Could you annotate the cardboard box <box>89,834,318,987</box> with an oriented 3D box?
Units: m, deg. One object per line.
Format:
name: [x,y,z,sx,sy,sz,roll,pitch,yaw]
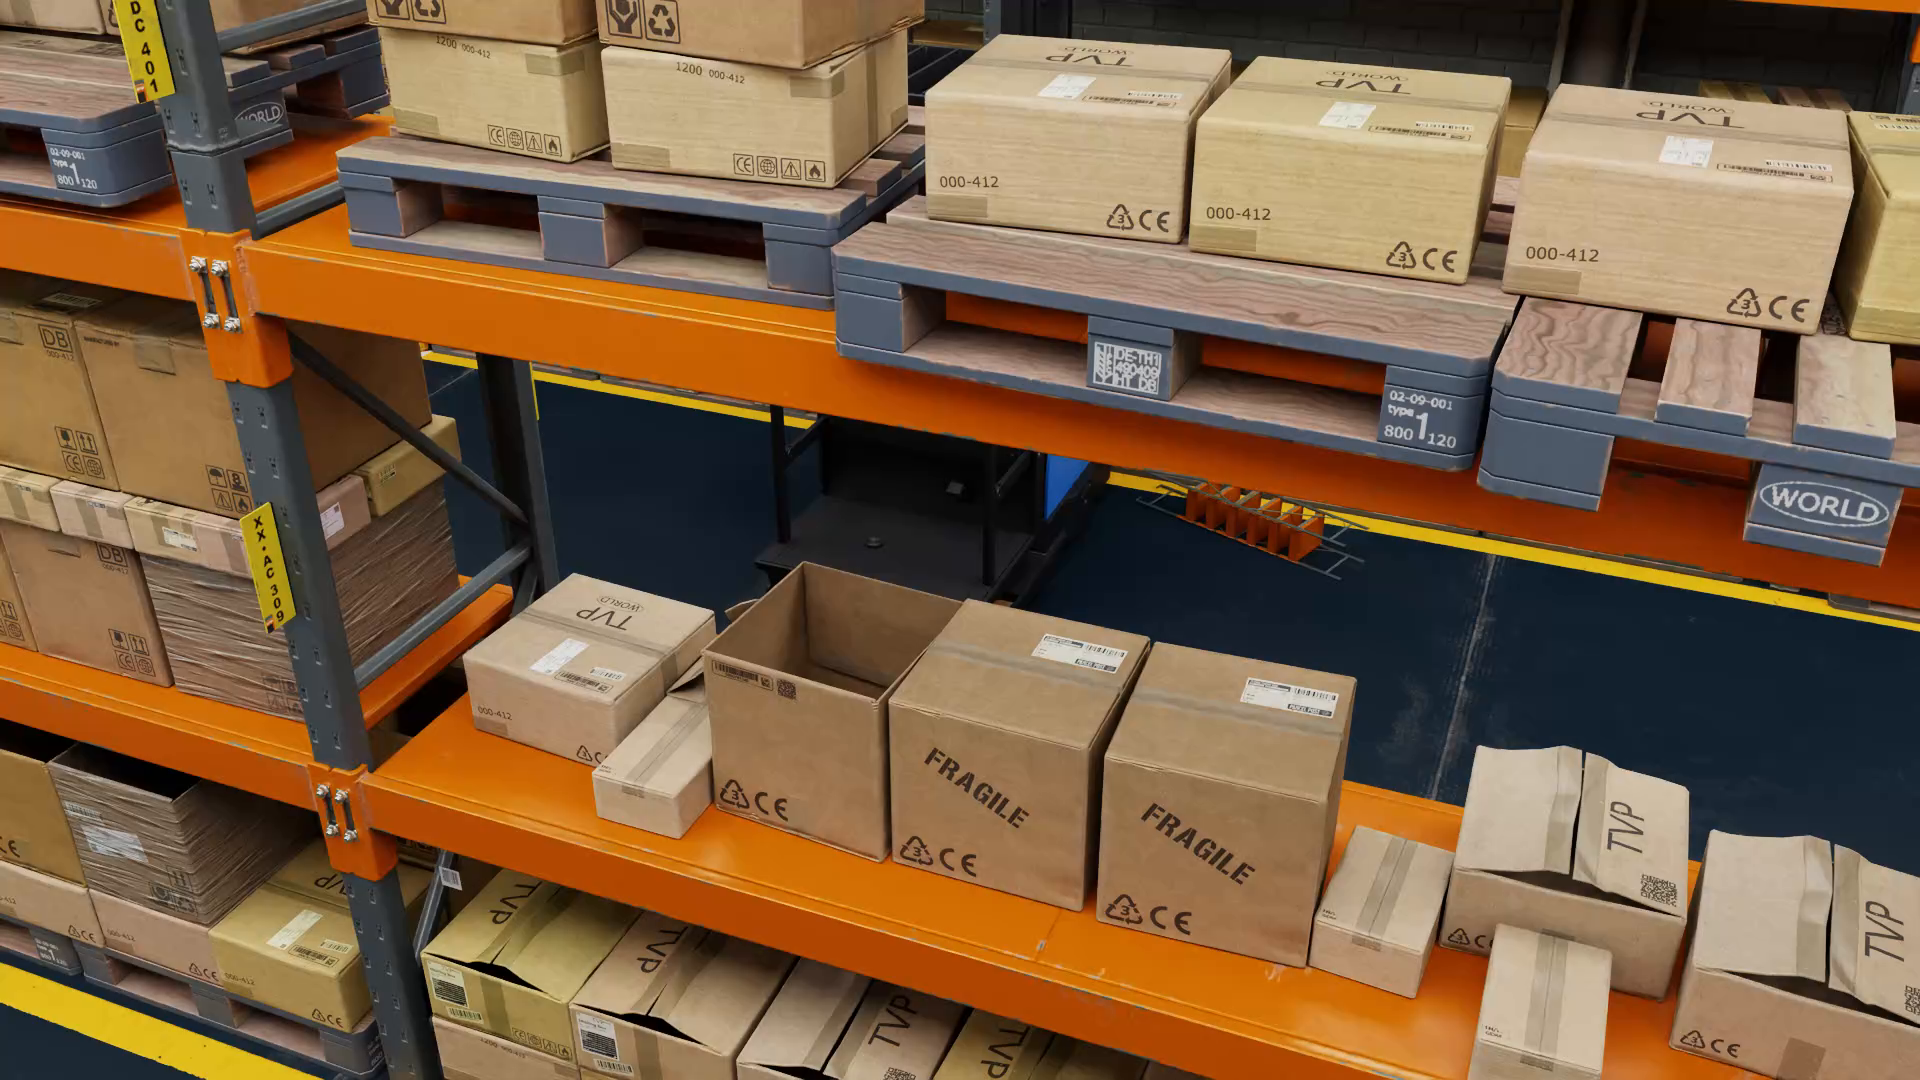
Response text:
cardboard box: [-2.476,1.160,5.516,0.500,0.250,0.500,11,31,19]

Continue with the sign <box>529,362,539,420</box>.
sign: [-1.309,-0.489,4.971,0.005,0.325,0.100,11,31,19]

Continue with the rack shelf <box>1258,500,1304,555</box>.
rack shelf: [1.579,-0.066,8.170,0.103,0.180,0.258,24,37,35]

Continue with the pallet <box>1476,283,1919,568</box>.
pallet: [1.540,-0.339,2.945,1.003,0.211,1.213,13,32,21]

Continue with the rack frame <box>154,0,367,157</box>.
rack frame: [-1.504,-2.382,3.320,0.127,3.000,1.000,11,31,19]

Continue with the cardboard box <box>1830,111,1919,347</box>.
cardboard box: [1.761,-0.512,2.785,0.500,0.250,0.500,9,31,15]

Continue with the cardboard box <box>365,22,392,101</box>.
cardboard box: [-3.022,-2.815,9.551,0.500,0.500,0.500,11,31,19]

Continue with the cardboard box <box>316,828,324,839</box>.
cardboard box: [-2.281,0.925,5.933,0.500,0.250,0.500,11,31,19]

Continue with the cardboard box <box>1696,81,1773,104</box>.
cardboard box: [3.427,-1.910,7.373,0.250,0.149,0.380,6,30,11]

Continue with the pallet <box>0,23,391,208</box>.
pallet: [-2.304,-1.184,4.338,1.213,0.211,1.003,11,31,19]

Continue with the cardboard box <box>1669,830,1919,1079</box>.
cardboard box: [1.882,0.921,3.663,0.500,0.311,0.500,13,32,22]

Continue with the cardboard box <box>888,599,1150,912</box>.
cardboard box: [0.154,0.525,4.170,0.500,0.500,0.500,11,31,19]

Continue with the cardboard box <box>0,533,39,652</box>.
cardboard box: [-2.872,-0.083,5.246,0.500,0.500,0.700,12,32,20]

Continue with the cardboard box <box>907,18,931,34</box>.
cardboard box: [-0.480,-2.579,9.135,0.500,0.500,0.500,11,31,19]

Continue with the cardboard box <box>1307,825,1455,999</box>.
cardboard box: [0.999,0.869,3.920,0.250,0.149,0.380,14,32,23]

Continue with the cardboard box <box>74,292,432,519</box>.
cardboard box: [-1.918,-0.458,4.592,0.500,0.500,0.700,11,31,19]

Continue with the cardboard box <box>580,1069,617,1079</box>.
cardboard box: [-0.750,1.526,4.869,0.500,0.250,0.500,12,32,20]

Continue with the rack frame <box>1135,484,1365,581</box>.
rack frame: [1.432,-0.051,8.327,1.200,0.006,0.240,24,37,35]

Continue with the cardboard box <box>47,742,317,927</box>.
cardboard box: [-2.475,0.833,5.333,0.500,0.500,0.500,11,31,19]

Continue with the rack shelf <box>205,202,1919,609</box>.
rack shelf: [0.349,-0.393,3.580,4.000,0.370,1.077,11,31,19]

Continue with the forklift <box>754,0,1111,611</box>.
forklift: [-0.236,-0.989,7.021,1.130,2.935,3.031,11,31,19]

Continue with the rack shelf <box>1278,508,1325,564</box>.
rack shelf: [1.669,-0.026,8.101,0.103,0.180,0.258,24,37,35]

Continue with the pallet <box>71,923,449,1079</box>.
pallet: [-2.225,1.277,5.776,1.213,0.211,1.003,11,31,19]

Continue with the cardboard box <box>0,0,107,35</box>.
cardboard box: [-2.372,-1.595,4.496,0.500,0.311,0.500,10,31,16]

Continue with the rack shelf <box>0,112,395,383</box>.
rack shelf: [-3.357,-1.133,4.889,4.000,0.370,1.077,11,31,19]

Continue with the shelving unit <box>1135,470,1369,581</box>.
shelving unit: [1.432,-0.130,8.281,1.200,0.189,0.258,24,37,35]

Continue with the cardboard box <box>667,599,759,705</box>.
cardboard box: [-0.620,0.367,4.689,0.258,0.266,0.396,11,31,18]

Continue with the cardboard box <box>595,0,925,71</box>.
cardboard box: [-0.411,-1.294,3.405,0.500,0.500,0.500,14,33,24]

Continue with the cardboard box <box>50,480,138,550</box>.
cardboard box: [-2.309,-0.143,4.694,0.250,0.149,0.380,10,31,18]

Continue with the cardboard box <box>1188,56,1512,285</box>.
cardboard box: [0.742,-0.712,3.138,0.500,0.250,0.500,11,31,18]

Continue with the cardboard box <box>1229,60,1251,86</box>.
cardboard box: [1.329,-2.049,8.277,0.500,0.500,0.700,15,33,24]

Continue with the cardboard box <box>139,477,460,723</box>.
cardboard box: [-1.918,0.107,4.911,0.500,0.500,0.700,10,31,18]

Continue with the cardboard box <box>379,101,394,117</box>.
cardboard box: [-3.019,-2.478,9.718,0.500,0.250,0.500,10,31,18]

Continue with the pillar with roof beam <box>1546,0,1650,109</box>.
pillar with roof beam: [1.563,-2.574,3.658,0.400,9.000,9.100,11,31,19]

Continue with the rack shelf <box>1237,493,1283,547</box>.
rack shelf: [1.489,-0.105,8.238,0.103,0.180,0.258,24,37,35]

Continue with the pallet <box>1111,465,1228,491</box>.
pallet: [1.077,-0.673,9.226,1.213,0.211,1.003,11,31,19]

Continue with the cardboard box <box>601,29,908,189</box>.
cardboard box: [-0.427,-0.975,3.604,0.500,0.250,0.500,8,31,14]

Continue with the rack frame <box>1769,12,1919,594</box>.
rack frame: [4.061,-1.290,7.484,0.127,3.000,1.000,11,31,19]

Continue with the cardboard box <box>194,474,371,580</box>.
cardboard box: [-1.837,-0.049,4.528,0.250,0.149,0.380,11,31,19]

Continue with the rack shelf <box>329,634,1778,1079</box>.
rack shelf: [0.349,0.913,4.318,4.000,0.370,1.077,11,31,19]

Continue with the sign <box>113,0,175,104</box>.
sign: [-1.711,-1.083,3.463,0.005,0.325,0.100,11,31,19]

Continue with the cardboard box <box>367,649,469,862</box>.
cardboard box: [-1.816,0.689,5.589,0.500,0.500,0.500,11,31,19]

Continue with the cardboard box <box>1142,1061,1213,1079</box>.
cardboard box: [0.674,1.567,4.227,0.500,0.311,0.500,11,31,19]

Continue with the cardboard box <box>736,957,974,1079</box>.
cardboard box: [-0.273,1.380,4.558,0.500,0.311,0.500,10,31,17]

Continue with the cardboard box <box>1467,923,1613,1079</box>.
cardboard box: [1.265,1.038,3.620,0.250,0.149,0.380,11,31,19]

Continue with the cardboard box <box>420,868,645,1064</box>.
cardboard box: [-1.215,1.189,4.895,0.500,0.311,0.500,11,31,19]

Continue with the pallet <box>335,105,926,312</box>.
pallet: [-0.682,-0.836,3.827,1.217,0.209,0.805,10,31,17]

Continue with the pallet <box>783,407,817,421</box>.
pallet: [-0.281,-0.924,9.671,1.213,0.211,1.003,11,31,19]
